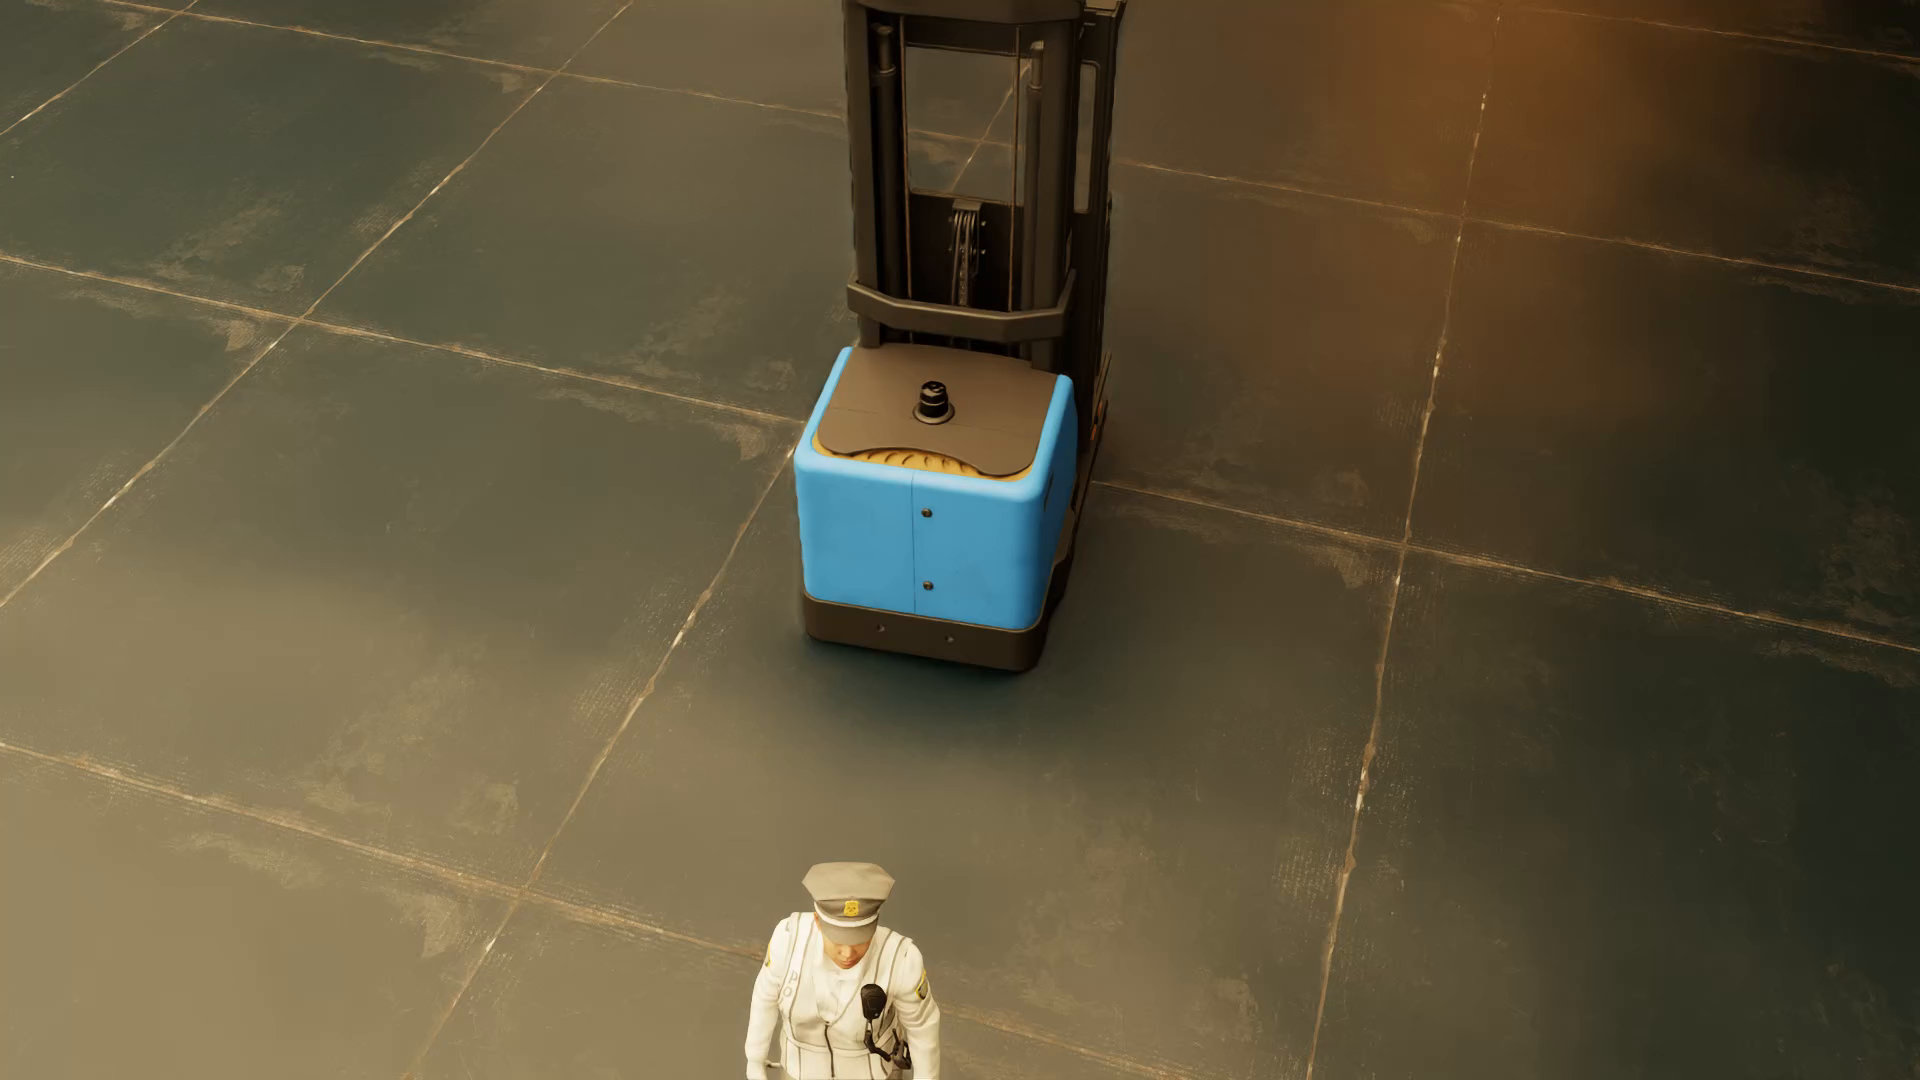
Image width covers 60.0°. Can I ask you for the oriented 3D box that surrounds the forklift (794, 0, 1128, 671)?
[{"bbox_3d":[0.130,-1.529,7.332,1.130,2.935,3.031,8,44,9],"label":"forklift"}]

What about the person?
[{"bbox_3d":[-0.357,1.588,4.879,0.586,1.695,0.532,5,43,6],"label":"person"}]
